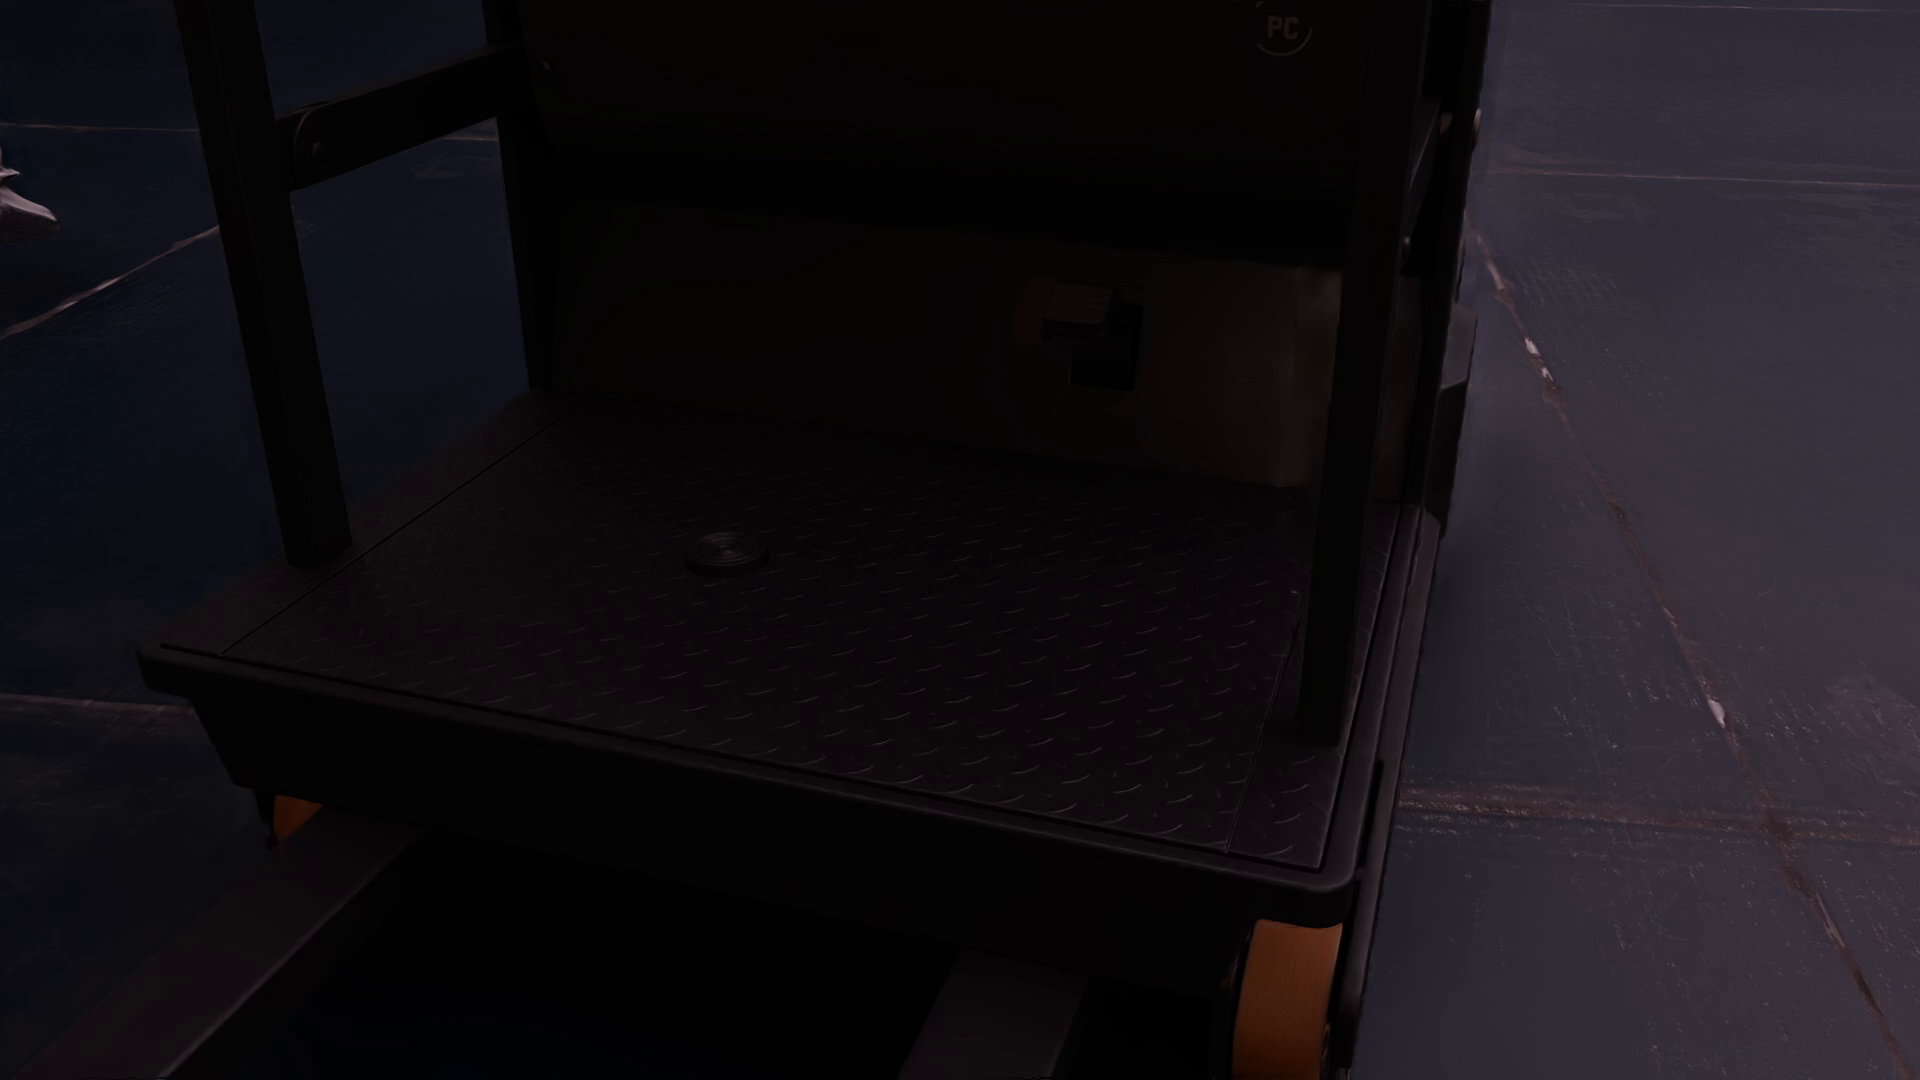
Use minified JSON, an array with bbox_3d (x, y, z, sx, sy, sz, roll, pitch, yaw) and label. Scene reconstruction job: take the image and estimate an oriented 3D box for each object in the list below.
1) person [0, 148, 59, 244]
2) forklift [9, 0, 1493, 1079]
[{"bbox_3d":[-2.303,-1.141,3.151,0.826,1.530,0.697,-5,27,-10],"label":"person"},{"bbox_3d":[-0.087,-1.016,1.253,1.130,2.935,3.031,8,28,16],"label":"forklift"}]
